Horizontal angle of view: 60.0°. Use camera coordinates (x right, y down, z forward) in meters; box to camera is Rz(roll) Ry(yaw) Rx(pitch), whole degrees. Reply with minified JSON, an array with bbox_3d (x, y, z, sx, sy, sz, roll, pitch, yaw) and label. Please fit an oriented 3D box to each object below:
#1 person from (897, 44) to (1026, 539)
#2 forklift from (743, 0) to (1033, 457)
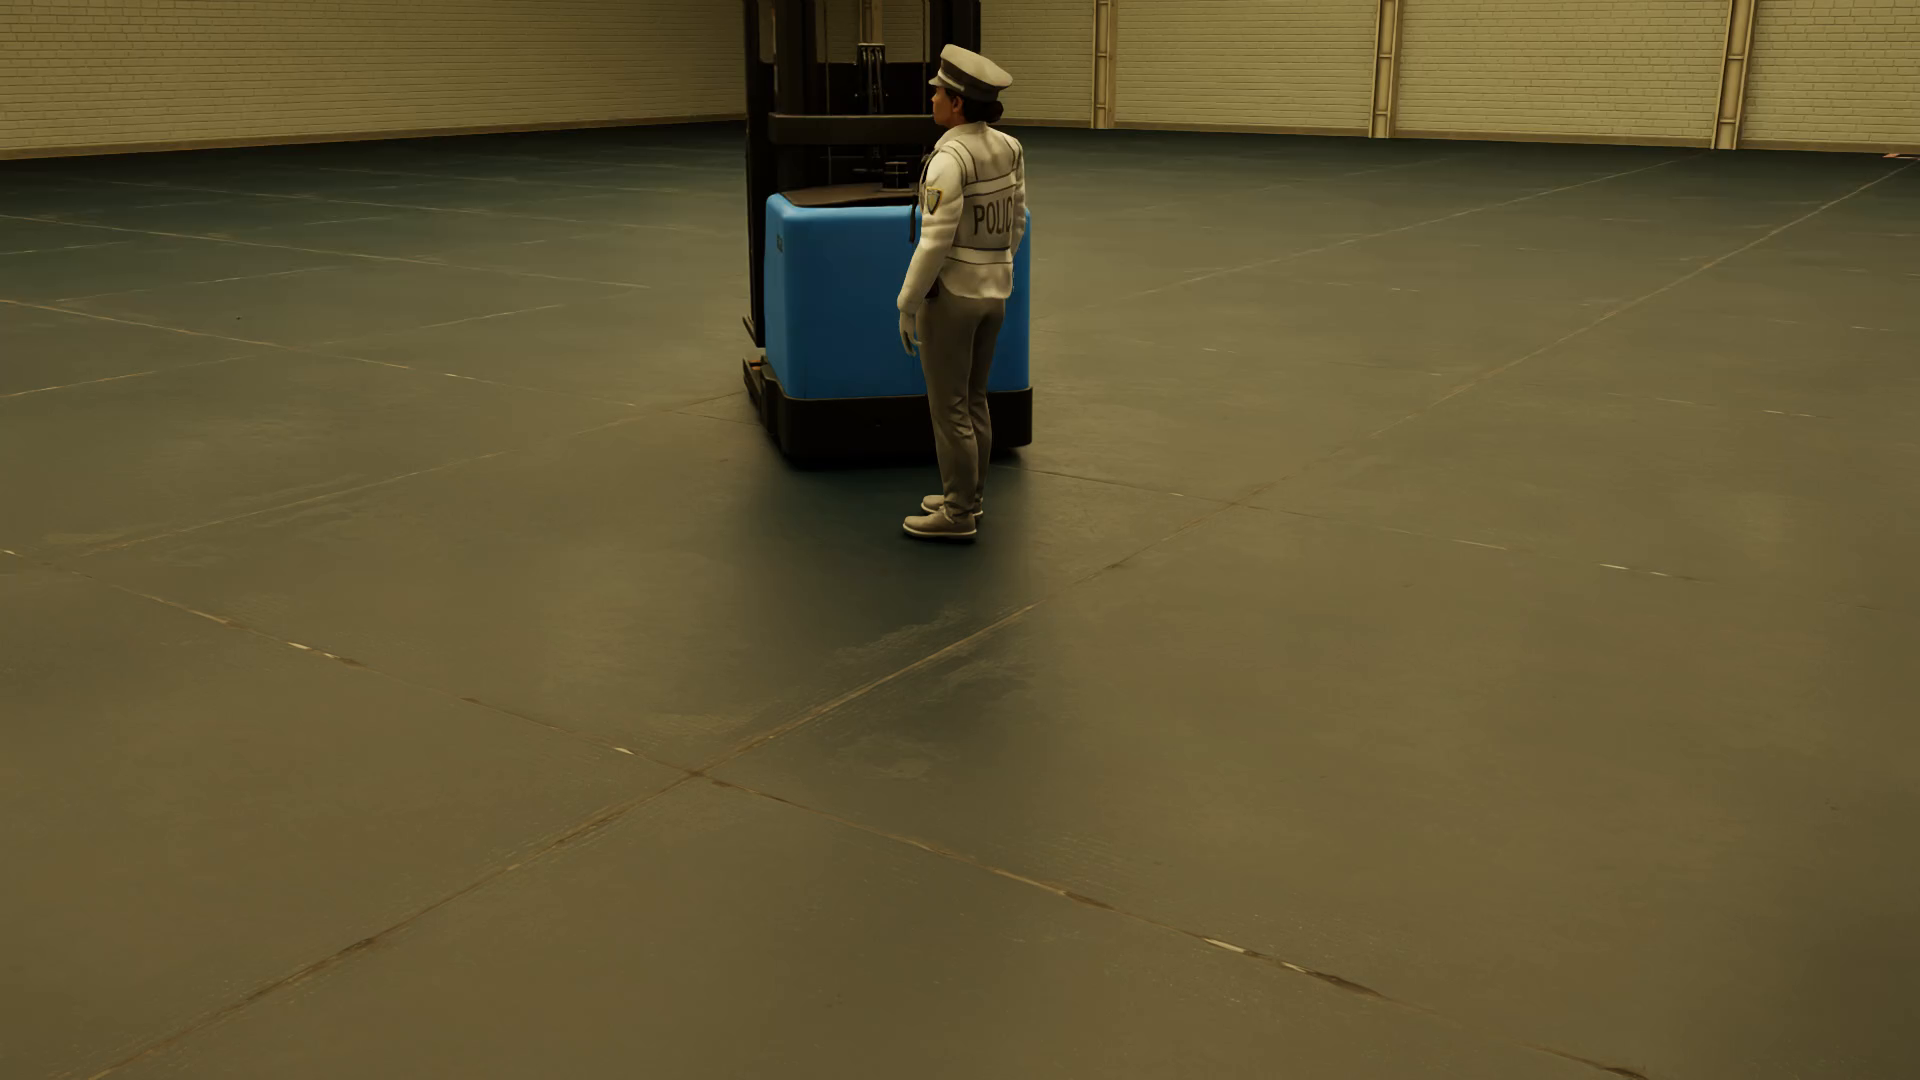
[{"bbox_3d":[-0.052,-0.832,5.746,0.531,1.694,0.586,11,20,33],"label":"person"},{"bbox_3d":[-0.496,-2.125,7.938,1.130,2.935,3.031,-3,17,-11],"label":"forklift"}]
